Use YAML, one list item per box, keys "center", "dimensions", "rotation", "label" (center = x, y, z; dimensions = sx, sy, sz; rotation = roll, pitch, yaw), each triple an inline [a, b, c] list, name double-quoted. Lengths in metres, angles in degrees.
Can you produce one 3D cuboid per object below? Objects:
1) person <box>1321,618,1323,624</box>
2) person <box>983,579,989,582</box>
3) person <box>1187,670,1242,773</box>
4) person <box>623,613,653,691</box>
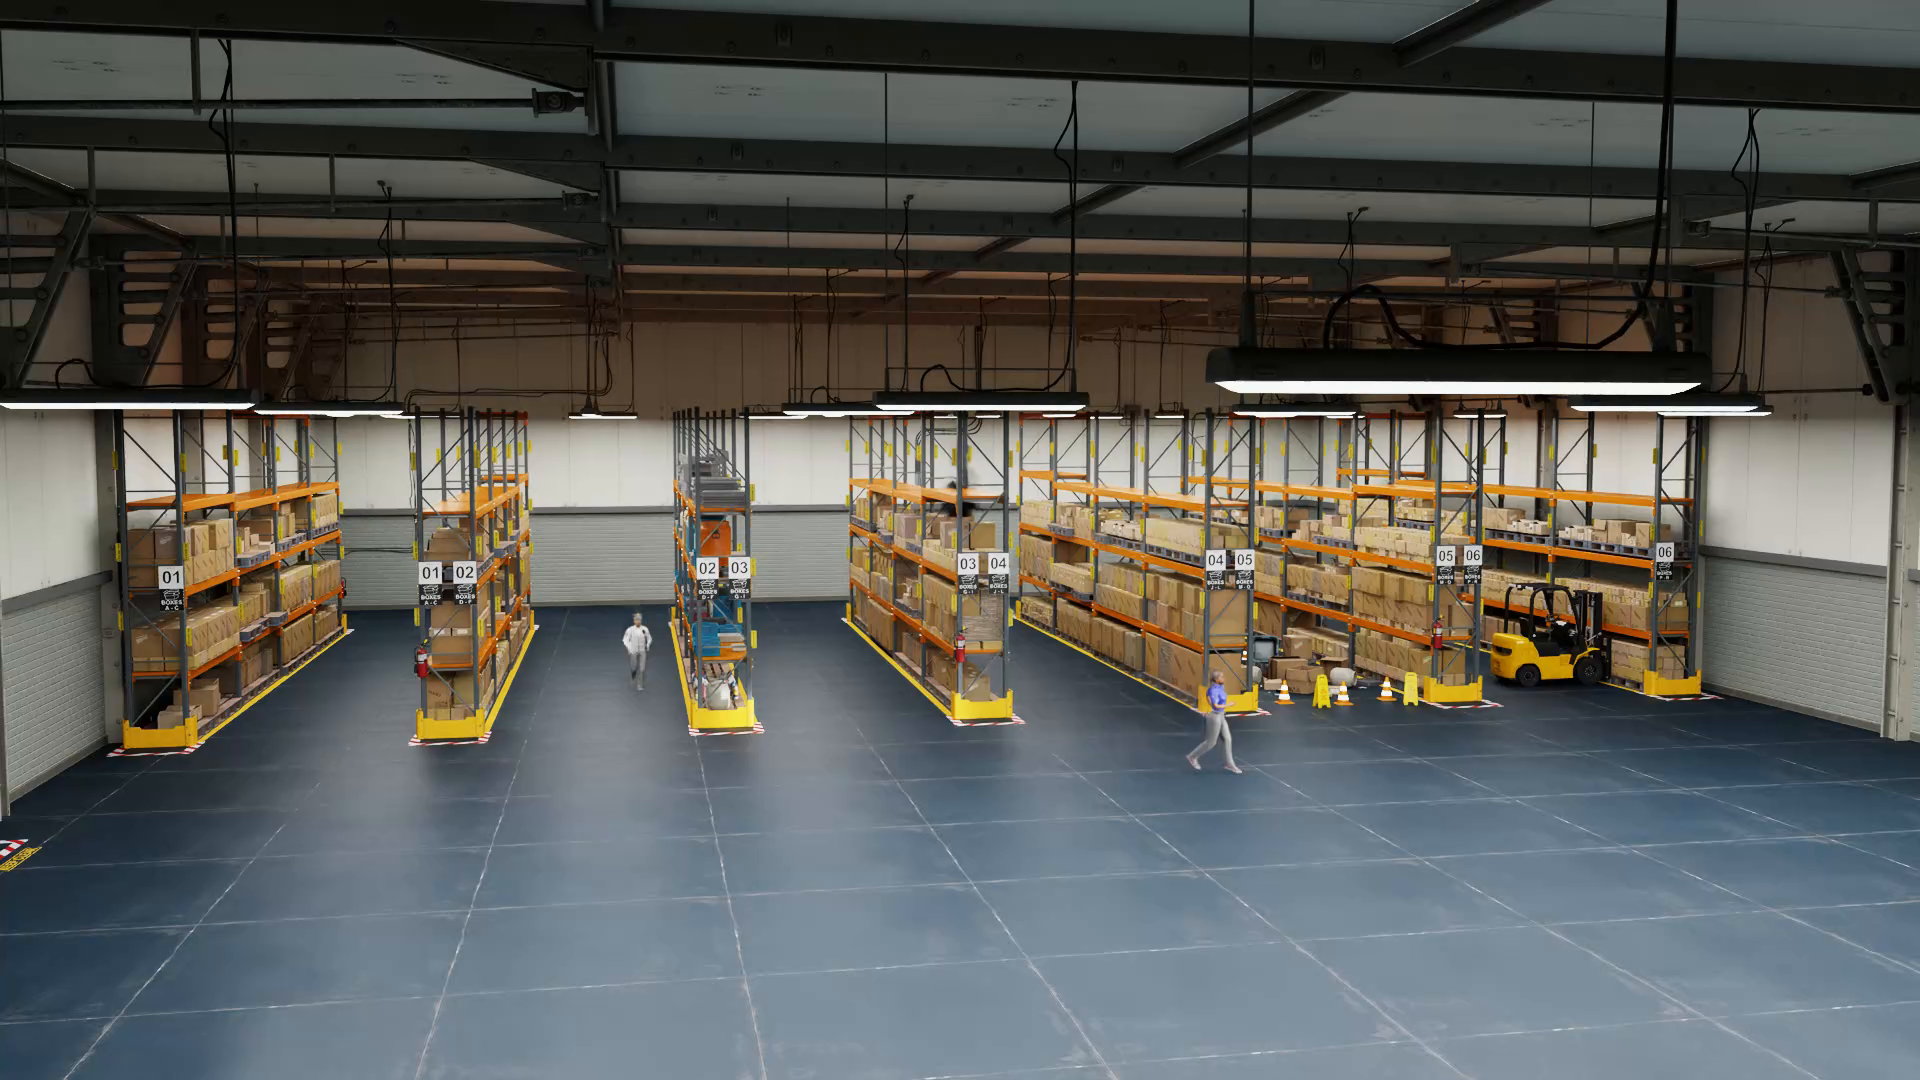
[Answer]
- center: [9.959, 1.617, 46.110]
  dimensions: [0.627, 1.680, 0.657]
  rotation: [-2, 4, -20]
  label: "person"
- center: [0.650, 1.456, 48.879]
  dimensions: [0.568, 1.652, 0.578]
  rotation: [-4, 6, -42]
  label: "person"
- center: [4.150, 2.948, 27.076]
  dimensions: [0.900, 1.662, 0.604]
  rotation: [1, 4, 20]
  label: "person"
- center: [-6.850, 2.378, 35.436]
  dimensions: [0.614, 1.648, 0.571]
  rotation: [-1, 4, -17]
  label: "person"
